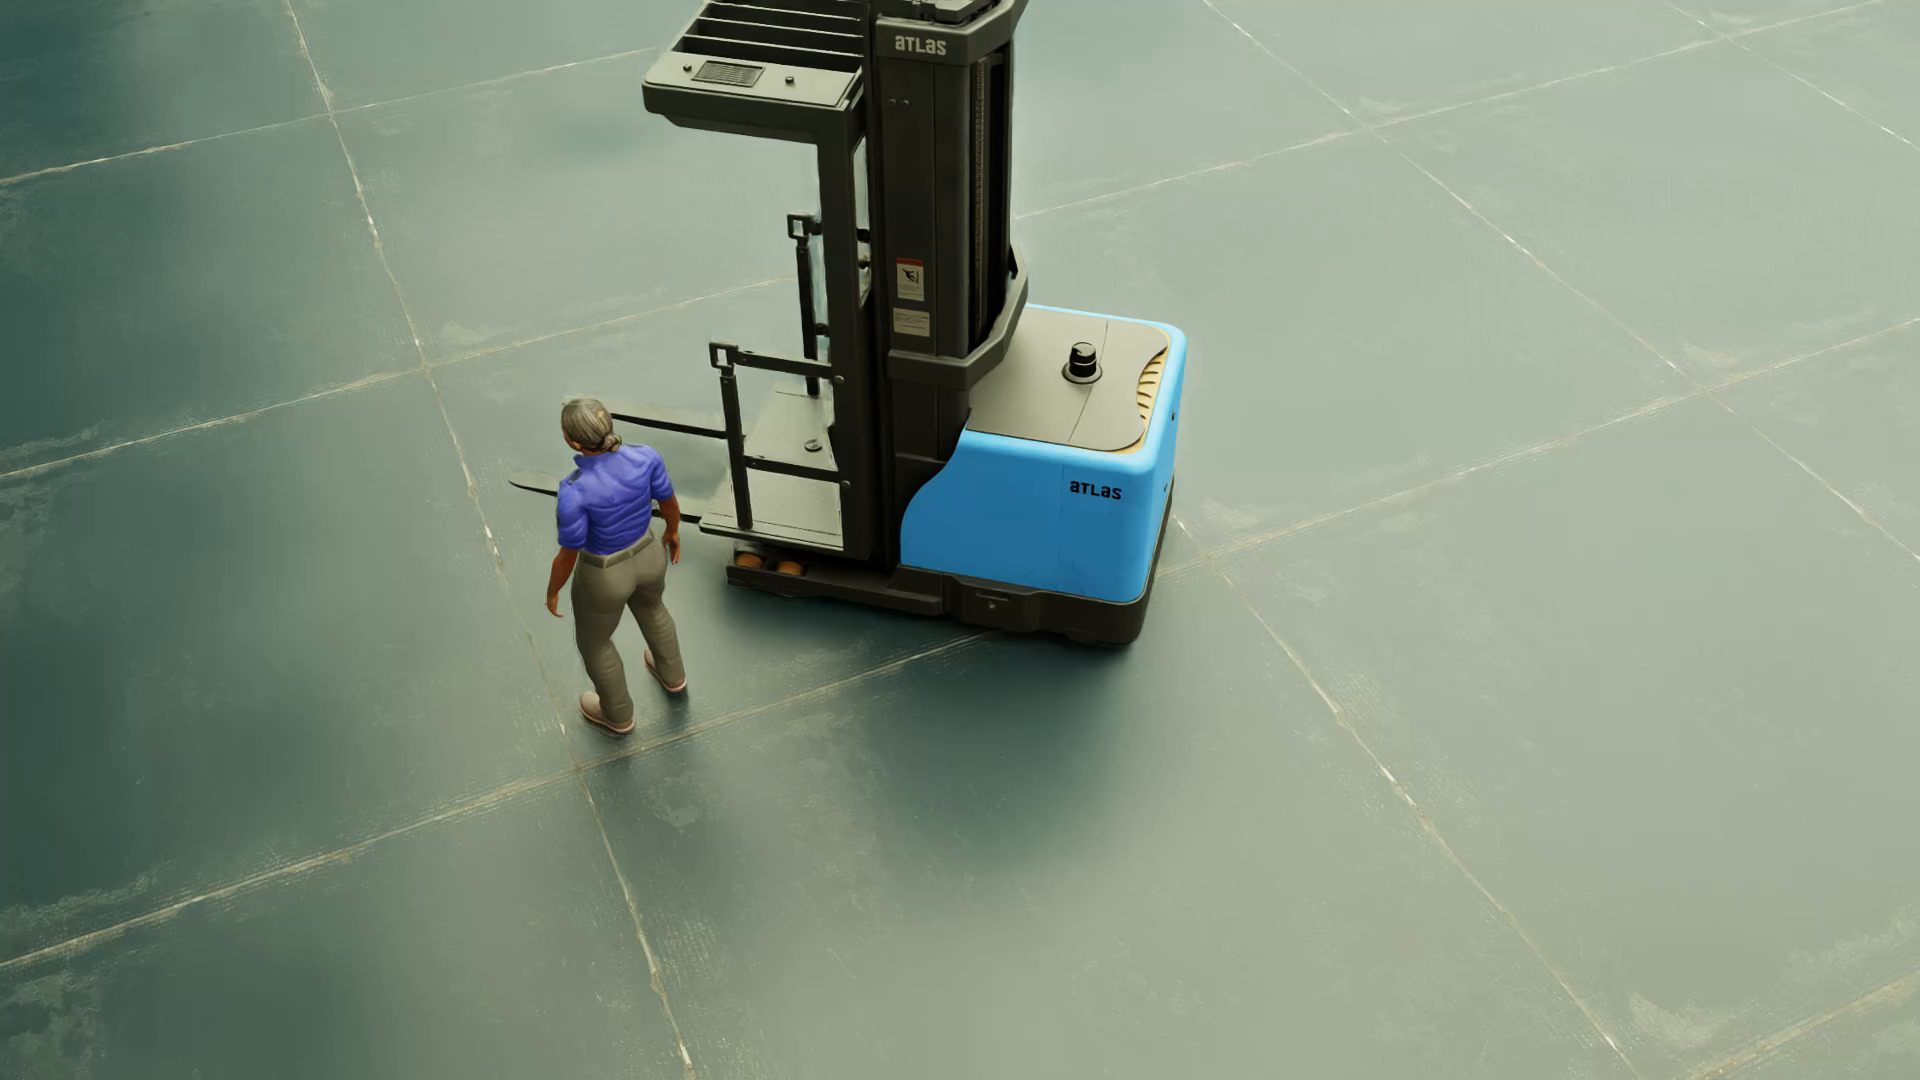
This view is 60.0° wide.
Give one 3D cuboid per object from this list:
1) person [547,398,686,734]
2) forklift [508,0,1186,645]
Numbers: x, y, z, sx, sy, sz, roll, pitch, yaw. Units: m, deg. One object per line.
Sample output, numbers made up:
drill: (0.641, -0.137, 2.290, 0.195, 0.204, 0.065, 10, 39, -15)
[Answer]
person: (-1.371, 0.084, 6.528, 0.393, 1.654, 0.592, 34, 53, 31)
forklift: (-0.573, -1.152, 6.915, 3.031, 2.935, 1.130, 10, 44, 10)
